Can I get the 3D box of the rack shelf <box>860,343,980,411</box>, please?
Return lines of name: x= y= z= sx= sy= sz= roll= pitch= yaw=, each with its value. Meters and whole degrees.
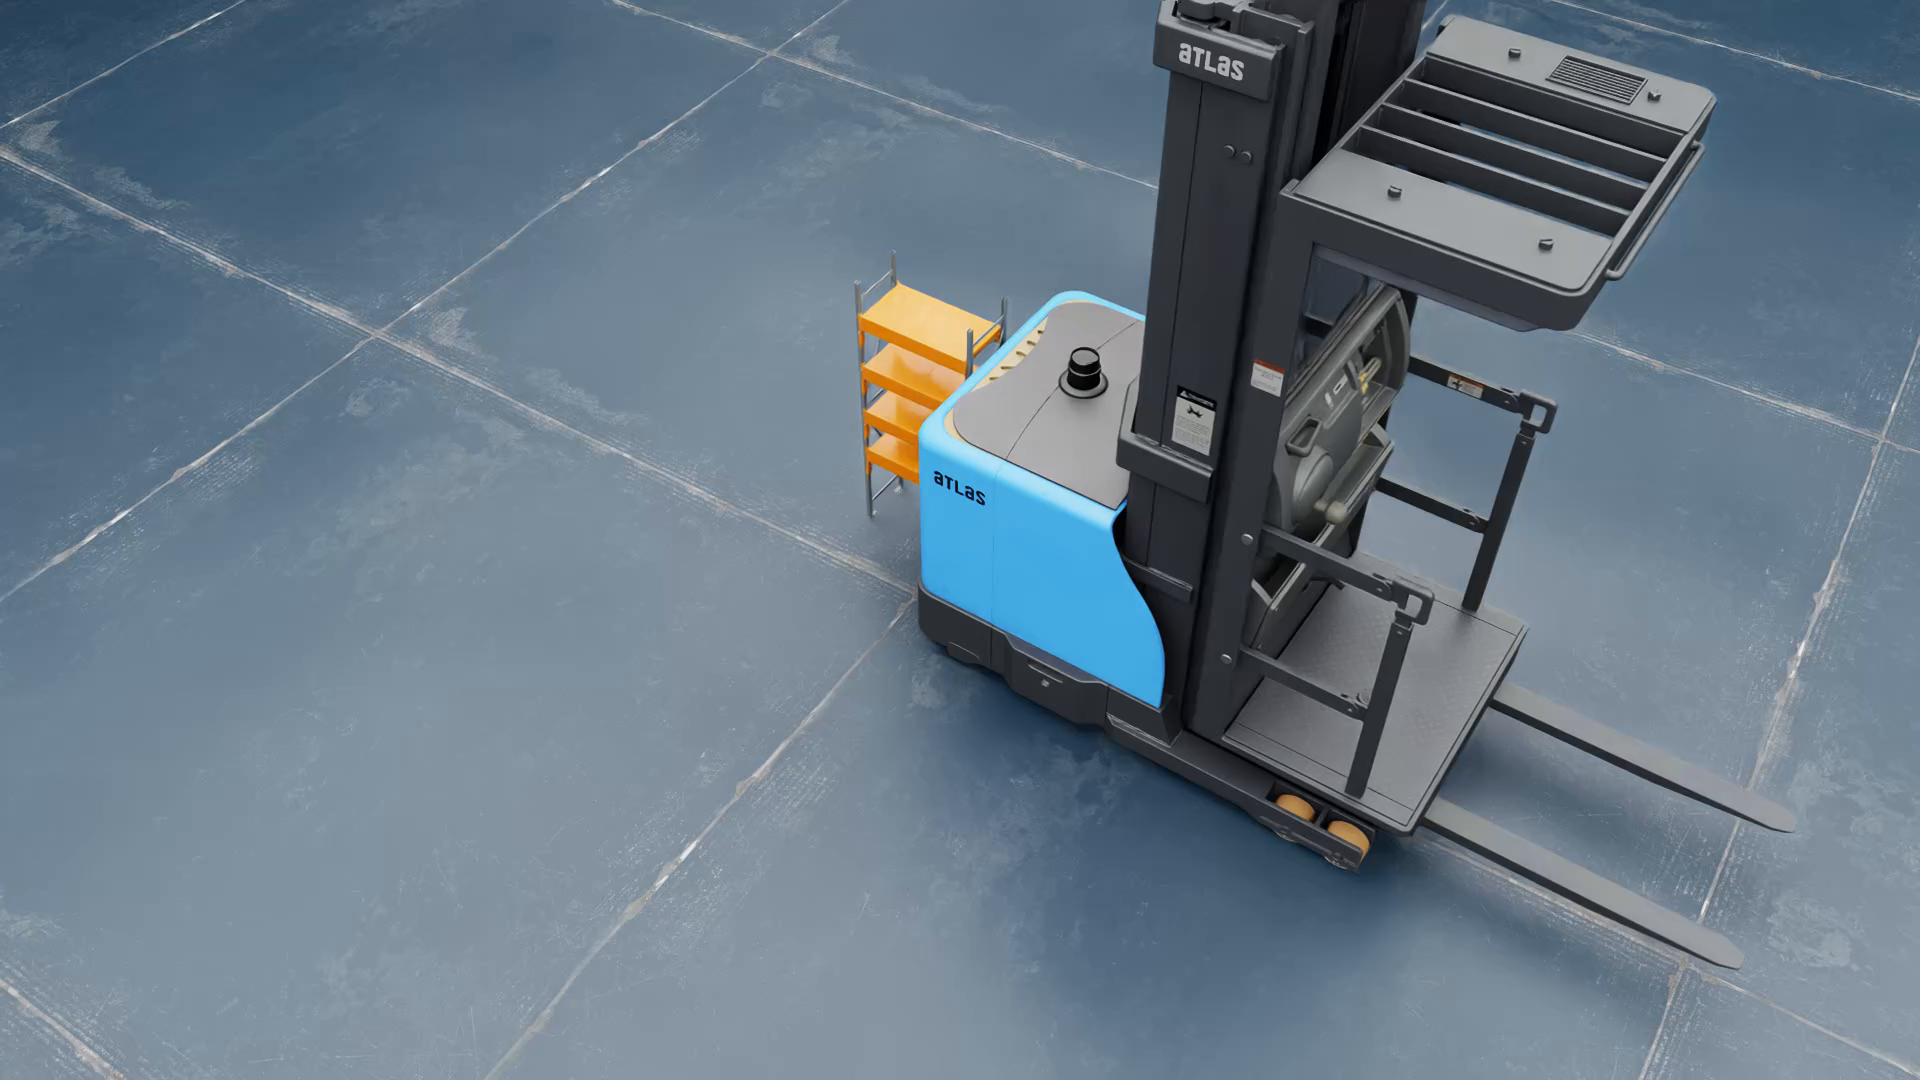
rack shelf: x=-0.105 y=-0.585 z=6.264 sx=0.480 sy=0.148 sz=0.258 roll=26 pitch=51 yaw=23

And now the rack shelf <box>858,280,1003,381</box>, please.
rack shelf: x=-0.105 y=-0.750 z=6.095 sx=0.480 sy=0.148 sz=0.258 roll=26 pitch=51 yaw=23

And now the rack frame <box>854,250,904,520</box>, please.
rack frame: x=-0.307 y=-0.575 z=6.472 sx=0.015 sy=1.200 sz=0.240 roll=26 pitch=51 yaw=23

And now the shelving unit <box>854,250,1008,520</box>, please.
shelving unit: x=-0.105 y=-0.476 z=6.376 sx=0.503 sy=1.200 sz=0.258 roll=26 pitch=51 yaw=23

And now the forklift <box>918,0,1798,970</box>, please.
forklift: x=1.349 y=-0.343 z=5.040 sx=3.031 sy=2.935 sz=1.130 roll=26 pitch=51 yaw=23

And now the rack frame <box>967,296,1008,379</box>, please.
rack frame: x=0.097 y=-0.378 z=6.281 sx=0.015 sy=1.200 sz=0.240 roll=26 pitch=51 yaw=23

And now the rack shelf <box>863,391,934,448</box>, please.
rack shelf: x=-0.105 y=-0.430 z=6.425 sx=0.480 sy=0.148 sz=0.258 roll=26 pitch=51 yaw=23

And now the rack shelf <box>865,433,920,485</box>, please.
rack shelf: x=-0.105 y=-0.291 z=6.567 sx=0.480 sy=0.148 sz=0.258 roll=26 pitch=51 yaw=23
